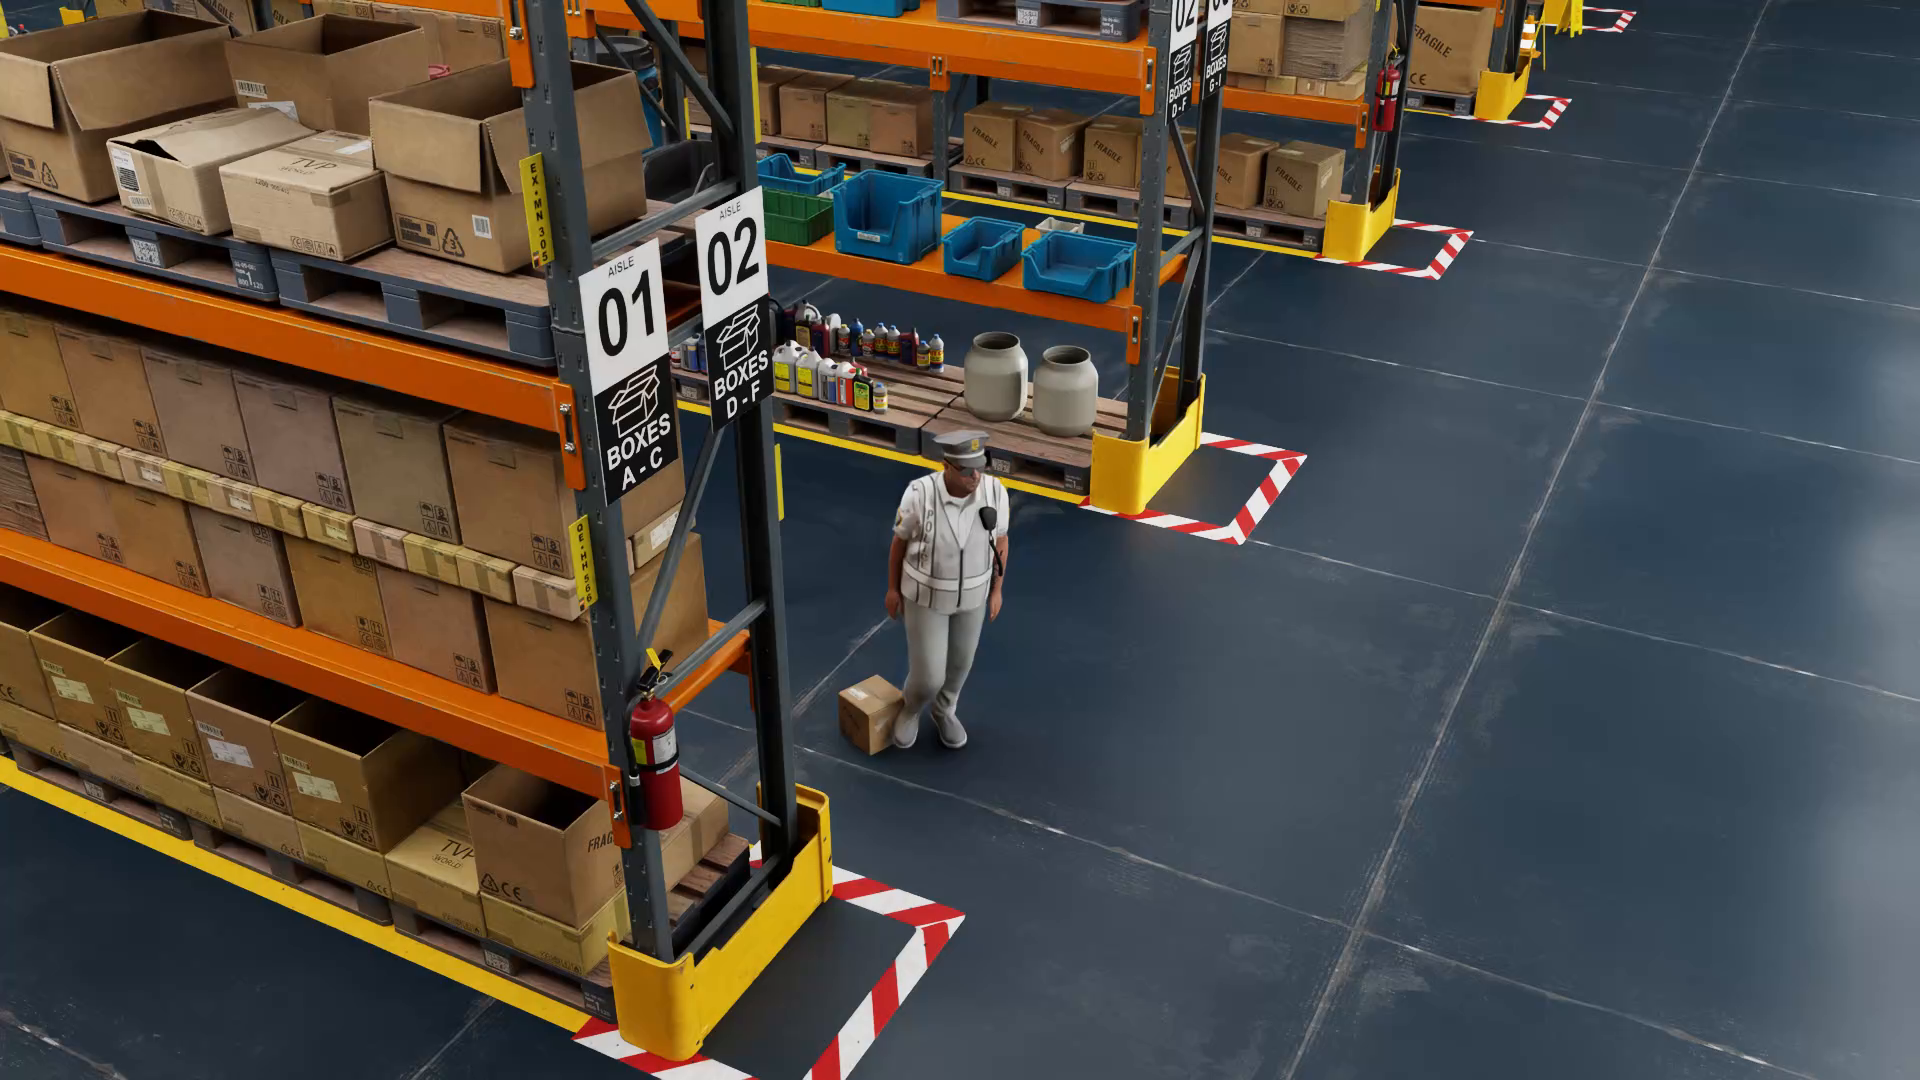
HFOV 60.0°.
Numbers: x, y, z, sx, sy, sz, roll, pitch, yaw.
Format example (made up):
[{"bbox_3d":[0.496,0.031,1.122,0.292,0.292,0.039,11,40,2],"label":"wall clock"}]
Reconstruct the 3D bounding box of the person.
[{"bbox_3d":[-0.052,0.240,7.828,0.577,1.747,0.474,-11,32,-18],"label":"person"}]
